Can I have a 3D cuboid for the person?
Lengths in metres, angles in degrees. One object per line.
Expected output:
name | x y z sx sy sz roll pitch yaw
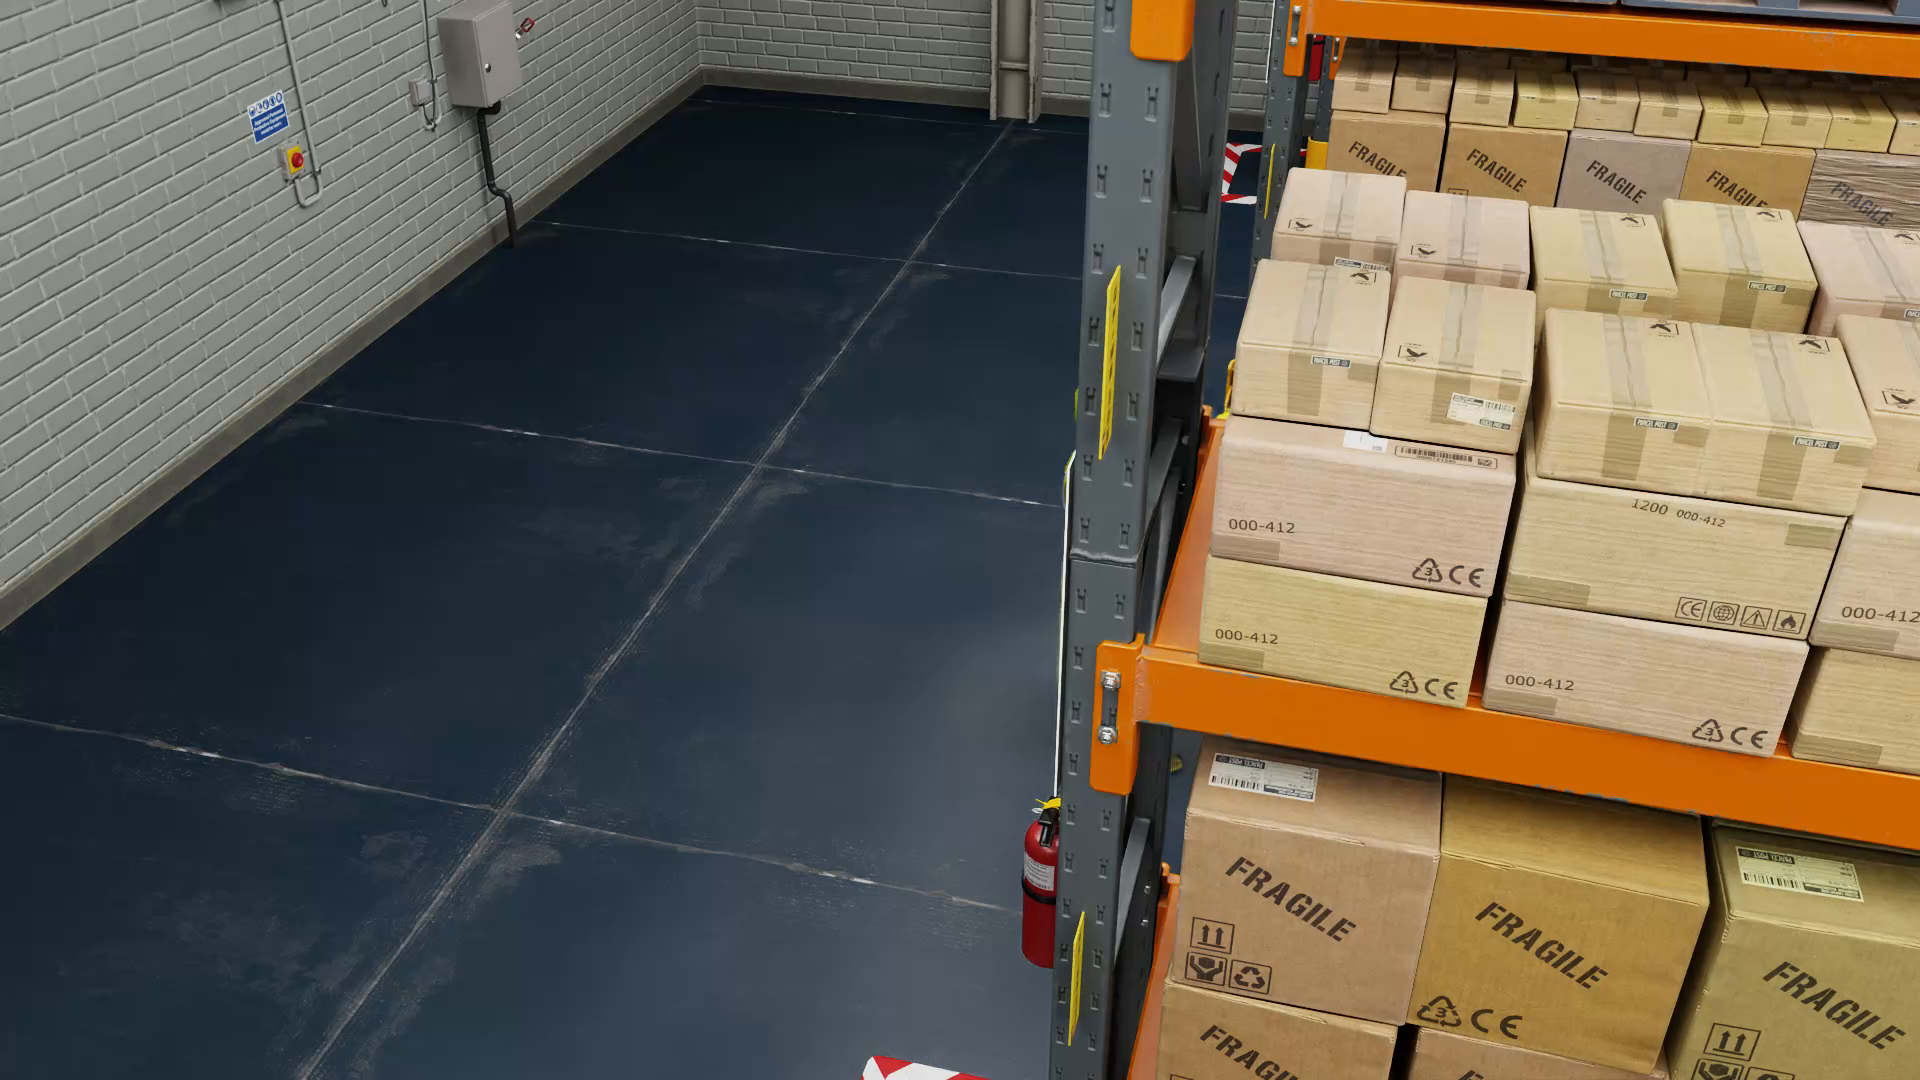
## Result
person | 0.984 0.210 6.849 0.599 1.703 0.701 10 34 16
